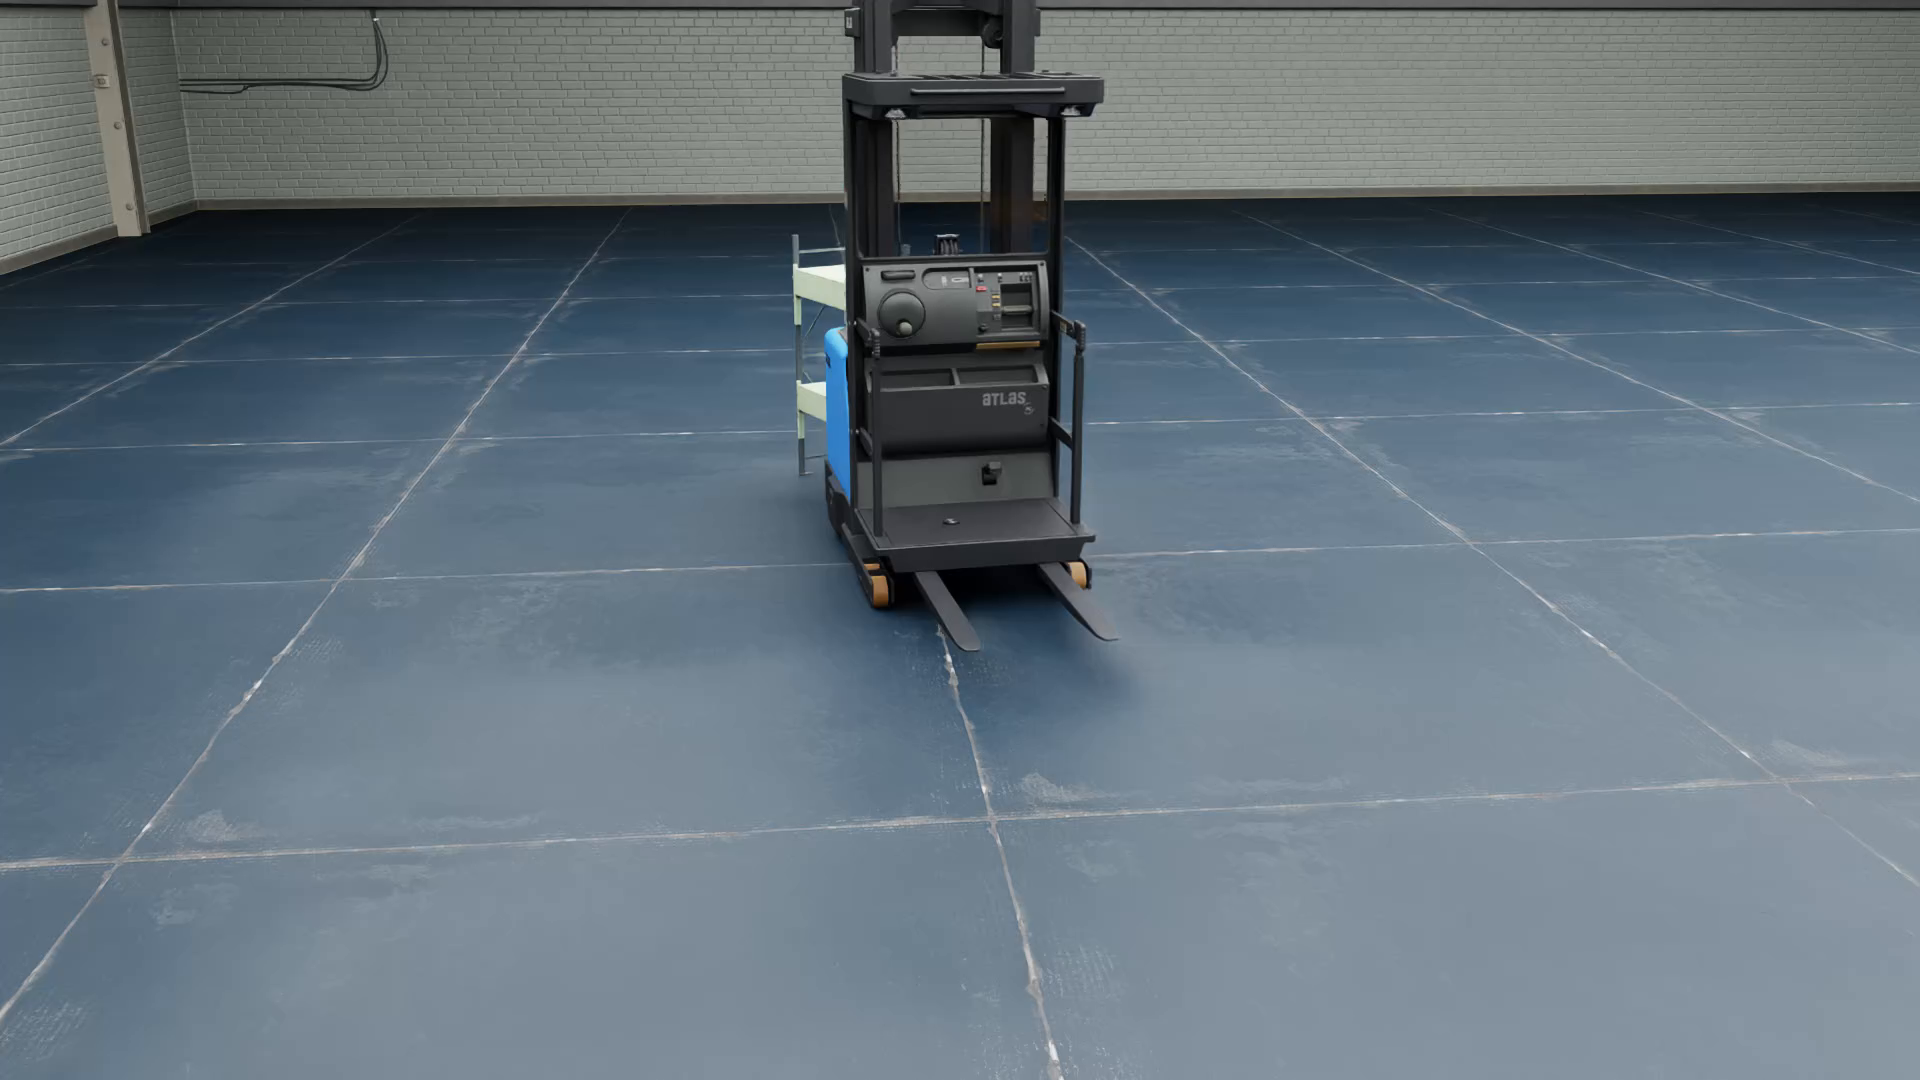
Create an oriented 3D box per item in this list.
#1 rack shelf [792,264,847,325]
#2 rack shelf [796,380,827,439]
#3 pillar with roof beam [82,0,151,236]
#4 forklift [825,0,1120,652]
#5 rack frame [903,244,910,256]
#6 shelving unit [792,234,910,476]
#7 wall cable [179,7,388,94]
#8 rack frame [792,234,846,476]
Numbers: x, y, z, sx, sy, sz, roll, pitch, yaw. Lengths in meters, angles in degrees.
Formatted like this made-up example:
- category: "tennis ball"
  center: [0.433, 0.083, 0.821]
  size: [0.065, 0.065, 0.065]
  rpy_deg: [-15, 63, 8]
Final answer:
- category: "rack shelf"
  center: [-0.652, -1.433, 9.934]
  size: [0.431, 0.370, 0.720]
  rpy_deg: [-10, 20, -29]
- category: "rack shelf"
  center: [-0.652, -0.749, 10.148]
  size: [0.431, 0.370, 0.720]
  rpy_deg: [-10, 20, -29]
- category: "pillar with roof beam"
  center: [-6.724, -8.496, 21.215]
  size: [9.100, 9.000, 0.400]
  rpy_deg: [-2, 18, -6]
- category: "forklift"
  center: [0.031, -1.186, 8.060]
  size: [1.130, 2.935, 3.031]
  rpy_deg: [-4, 18, -12]
- category: "rack frame"
  center: [-0.467, -0.966, 9.750]
  size: [0.400, 1.500, 0.023]
  rpy_deg: [-10, 20, -29]
- category: "shelving unit"
  center: [-0.652, -1.060, 10.051]
  size: [0.431, 1.500, 0.755]
  rpy_deg: [-10, 20, -29]
- category: "wall cable"
  center: [-9.994, -7.800, 24.183]
  size: [3.097, 2.526, 0.112]
  rpy_deg: [-2, 18, -6]
- category: "rack frame"
  center: [-0.838, -1.155, 10.352]
  size: [0.400, 1.500, 0.023]
  rpy_deg: [-10, 20, -29]
